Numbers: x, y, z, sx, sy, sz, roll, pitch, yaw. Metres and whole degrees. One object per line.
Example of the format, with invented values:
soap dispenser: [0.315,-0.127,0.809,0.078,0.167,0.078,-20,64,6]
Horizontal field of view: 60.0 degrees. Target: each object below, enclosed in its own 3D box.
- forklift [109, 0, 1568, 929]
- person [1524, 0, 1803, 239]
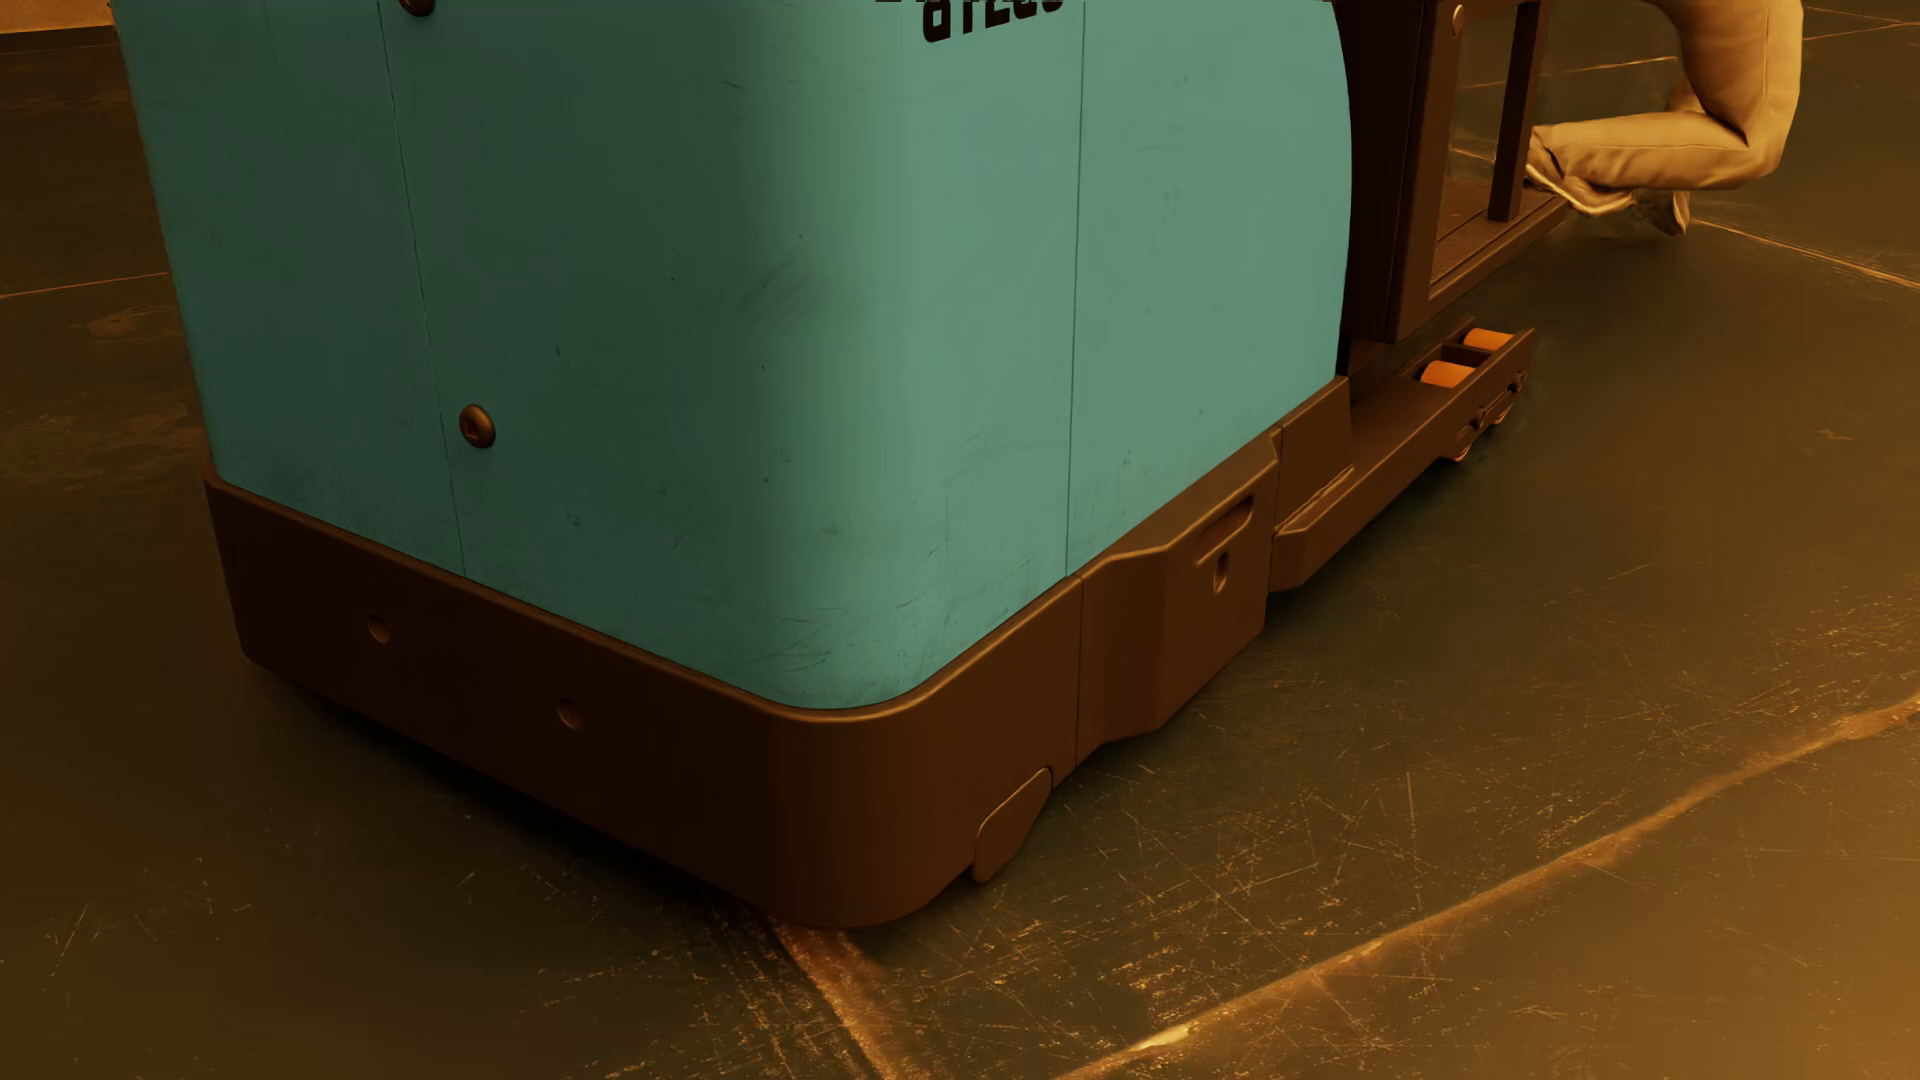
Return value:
forklift: [0.342,-1.546,2.309,1.130,2.935,3.031,17,32,31]
person: [1.396,-1.394,3.518,0.815,1.544,1.031,-8,28,-15]
